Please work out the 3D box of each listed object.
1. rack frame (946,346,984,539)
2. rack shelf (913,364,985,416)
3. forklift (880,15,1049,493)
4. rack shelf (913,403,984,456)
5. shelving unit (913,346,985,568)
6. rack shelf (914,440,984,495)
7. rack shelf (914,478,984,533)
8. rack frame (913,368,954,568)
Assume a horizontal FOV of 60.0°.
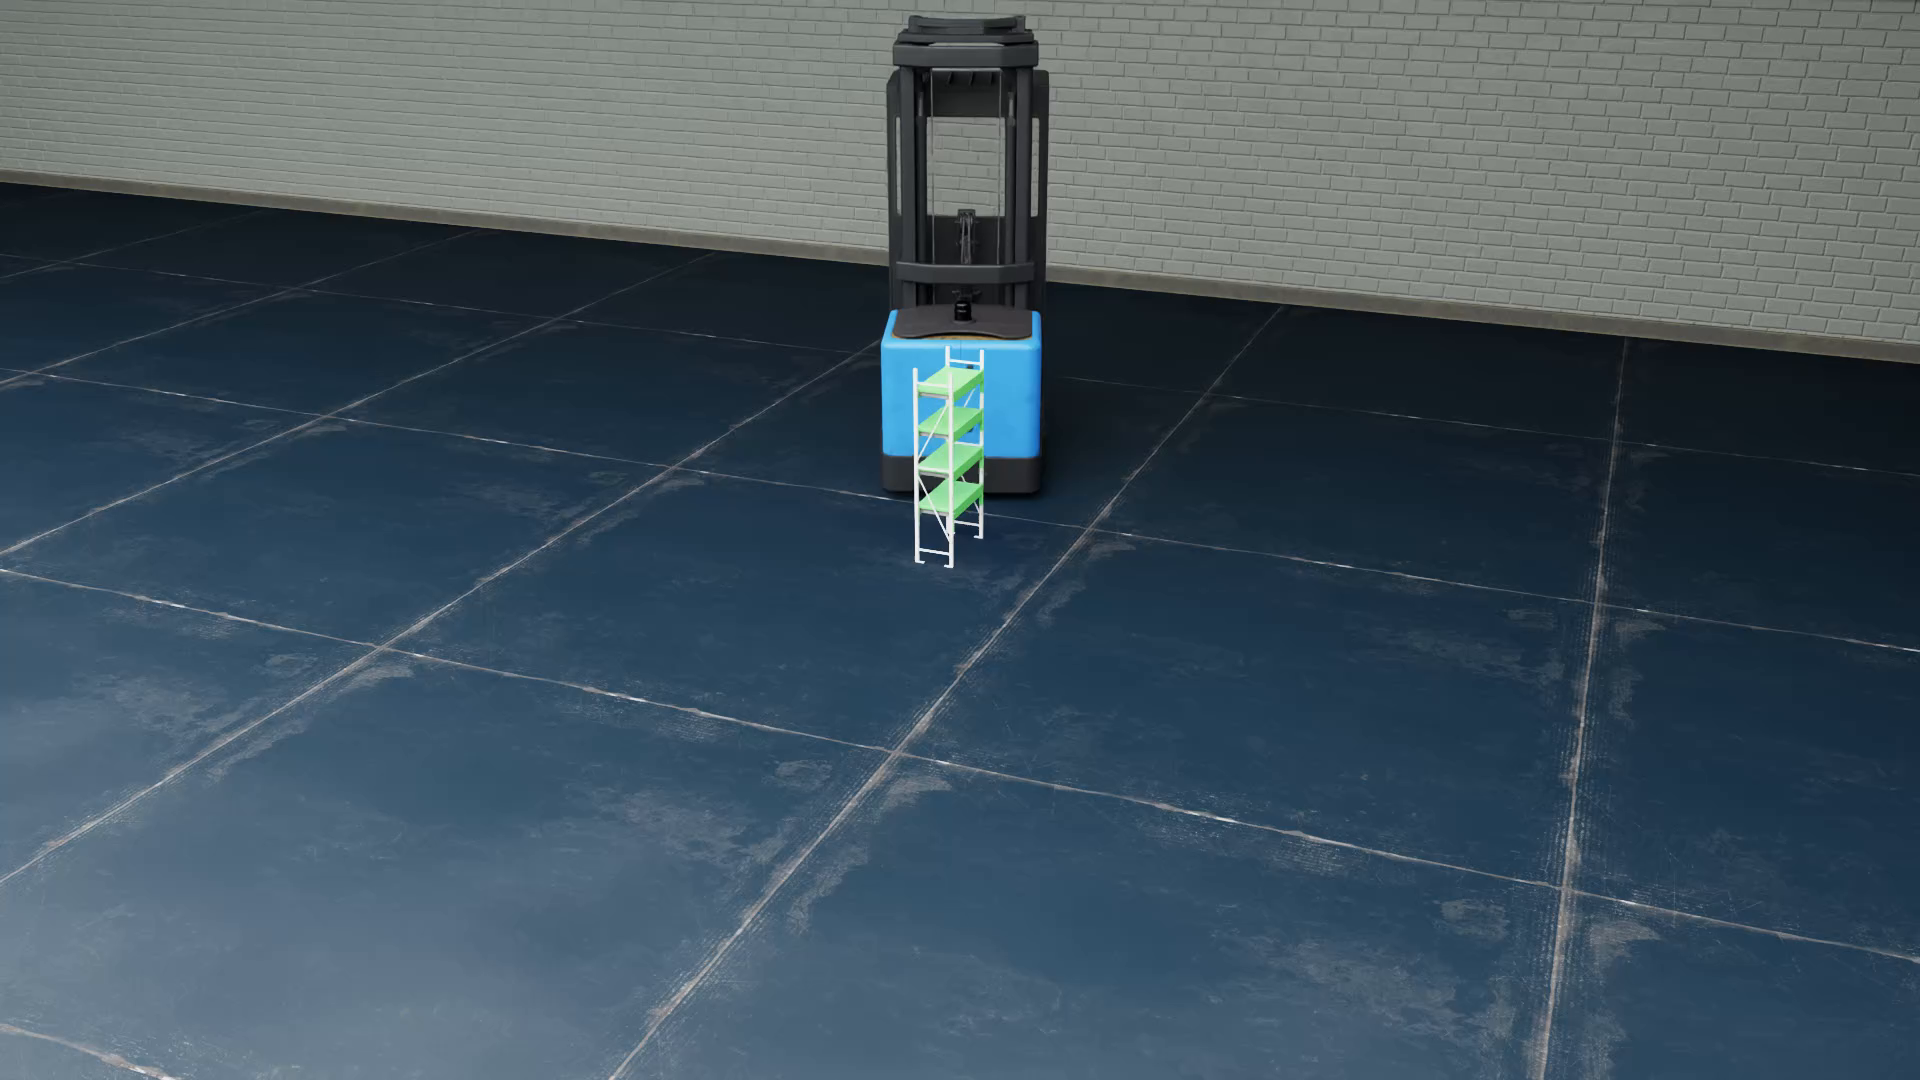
[{"bbox_3d":[0.029,-0.582,10.086,0.240,1.200,0.015,9,24,20],"label":"rack frame"},{"bbox_3d":[-0.062,-0.878,9.717,0.258,0.148,0.480,9,24,20],"label":"rack shelf"},{"bbox_3d":[0.062,-2.180,11.666,1.130,2.935,3.031,1,23,2],"label":"forklift"},{"bbox_3d":[-0.062,-0.657,9.809,0.258,0.148,0.480,9,24,20],"label":"rack shelf"},{"bbox_3d":[-0.062,-0.494,9.877,0.258,1.200,0.503,9,24,20],"label":"shelving unit"},{"bbox_3d":[-0.061,-0.435,9.902,0.258,0.148,0.480,9,24,20],"label":"rack shelf"},{"bbox_3d":[-0.061,-0.214,9.994,0.258,0.148,0.480,9,24,20],"label":"rack shelf"},{"bbox_3d":[-0.152,-0.407,9.668,0.240,1.200,0.015,9,24,20],"label":"rack frame"}]
